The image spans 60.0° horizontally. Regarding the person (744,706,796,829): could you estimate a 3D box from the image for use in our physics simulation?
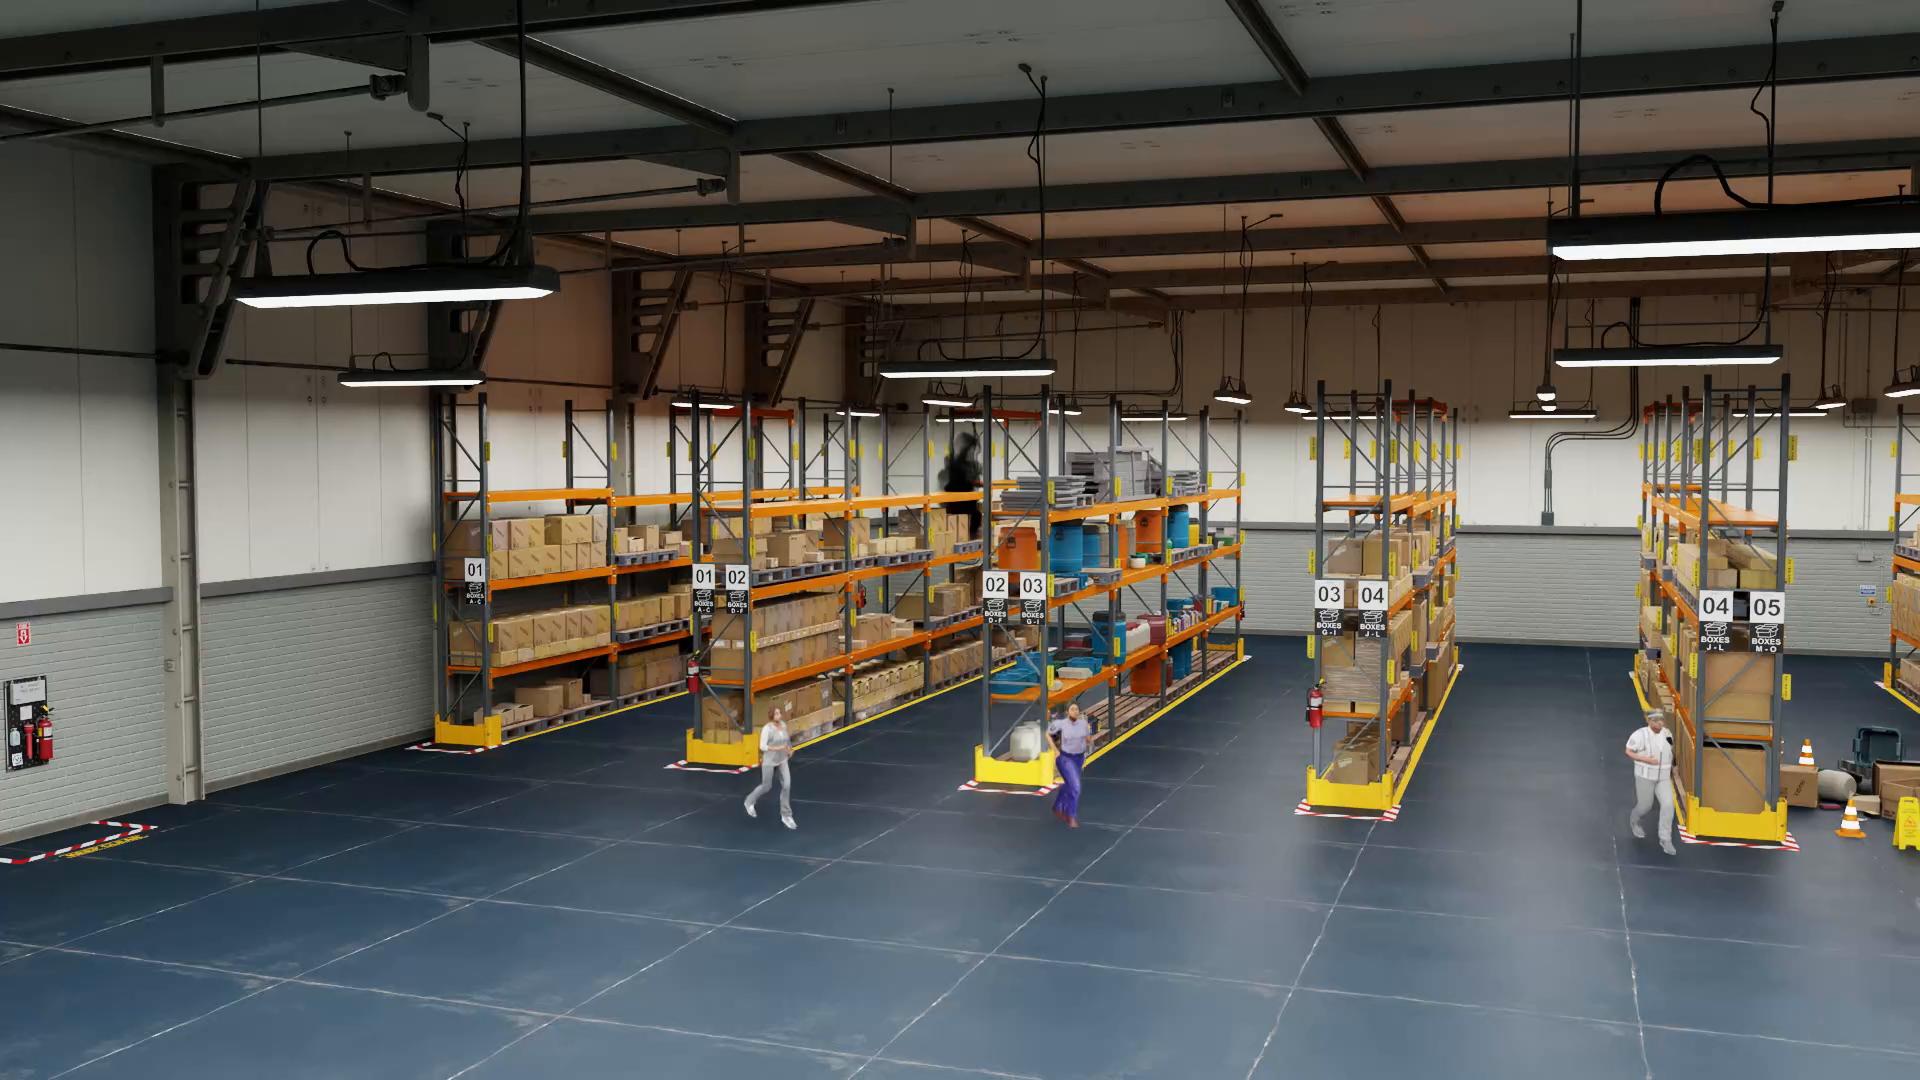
[{"bbox_3d":[-2.516,3.013,22.306,0.550,1.616,0.881,-3,4,-43],"label":"person"}]

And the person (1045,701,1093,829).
[{"bbox_3d":[1.496,3.013,22.313,0.573,1.718,0.736,-2,4,-36],"label":"person"}]

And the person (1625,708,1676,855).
[{"bbox_3d":[8.774,3.002,21.081,0.695,1.798,0.939,0,3,-2],"label":"person"}]
